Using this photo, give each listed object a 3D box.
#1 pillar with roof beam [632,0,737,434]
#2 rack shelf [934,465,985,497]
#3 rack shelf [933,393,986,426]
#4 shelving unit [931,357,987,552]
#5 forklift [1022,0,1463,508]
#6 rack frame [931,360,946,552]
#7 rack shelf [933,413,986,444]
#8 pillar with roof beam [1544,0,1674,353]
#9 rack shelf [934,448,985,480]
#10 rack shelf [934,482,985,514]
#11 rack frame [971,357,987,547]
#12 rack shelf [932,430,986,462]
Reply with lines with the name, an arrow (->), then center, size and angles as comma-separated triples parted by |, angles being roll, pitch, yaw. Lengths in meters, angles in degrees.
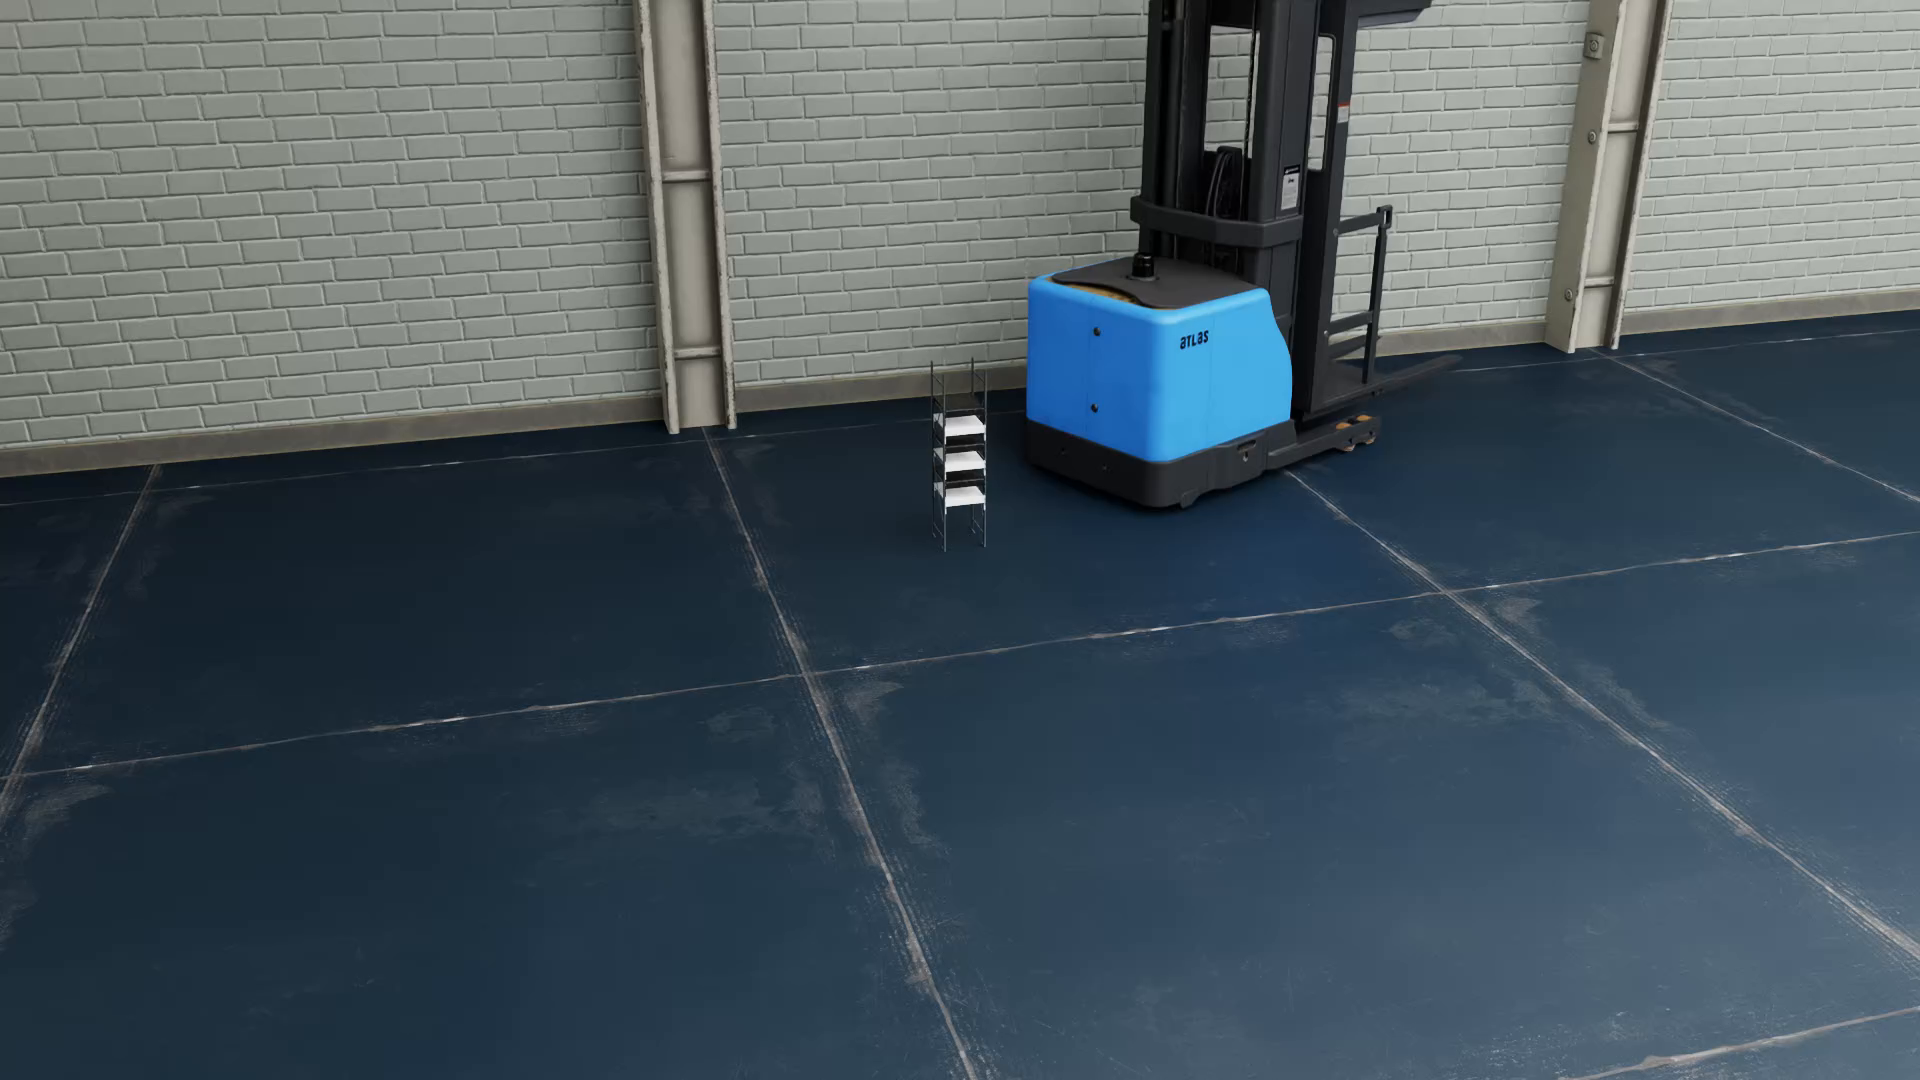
pillar with roof beam -> -0.381, -3.197, 4.289 | 0.400, 9.000, 9.100 | -6, 24, -14
rack shelf -> -0.008, -0.299, 8.119 | 0.200, 0.077, 0.258 | -6, 24, -14
rack shelf -> -0.008, -0.630, 7.977 | 0.200, 0.077, 0.258 | -6, 24, -14
shelving unit -> -0.008, -0.413, 8.071 | 0.210, 0.900, 0.258 | -6, 24, -14
forklift -> 1.778, -1.981, 9.149 | 3.031, 2.935, 1.130 | -19, 30, -38
rack frame -> -0.106, -0.402, 8.045 | 0.006, 0.900, 0.240 | -6, 24, -14
rack shelf -> -0.008, -0.547, 8.013 | 0.200, 0.077, 0.258 | -6, 24, -14
pillar with roof beam -> 5.396, -3.836, 5.779 | 0.400, 9.000, 9.100 | -6, 24, -14
rack shelf -> -0.008, -0.382, 8.084 | 0.200, 0.077, 0.258 | -6, 24, -14
rack shelf -> -0.008, -0.217, 8.155 | 0.200, 0.077, 0.258 | -6, 24, -14
rack frame -> 0.090, -0.424, 8.096 | 0.006, 0.900, 0.240 | -6, 24, -14
rack shelf -> -0.008, -0.465, 8.048 | 0.200, 0.077, 0.258 | -6, 24, -14
